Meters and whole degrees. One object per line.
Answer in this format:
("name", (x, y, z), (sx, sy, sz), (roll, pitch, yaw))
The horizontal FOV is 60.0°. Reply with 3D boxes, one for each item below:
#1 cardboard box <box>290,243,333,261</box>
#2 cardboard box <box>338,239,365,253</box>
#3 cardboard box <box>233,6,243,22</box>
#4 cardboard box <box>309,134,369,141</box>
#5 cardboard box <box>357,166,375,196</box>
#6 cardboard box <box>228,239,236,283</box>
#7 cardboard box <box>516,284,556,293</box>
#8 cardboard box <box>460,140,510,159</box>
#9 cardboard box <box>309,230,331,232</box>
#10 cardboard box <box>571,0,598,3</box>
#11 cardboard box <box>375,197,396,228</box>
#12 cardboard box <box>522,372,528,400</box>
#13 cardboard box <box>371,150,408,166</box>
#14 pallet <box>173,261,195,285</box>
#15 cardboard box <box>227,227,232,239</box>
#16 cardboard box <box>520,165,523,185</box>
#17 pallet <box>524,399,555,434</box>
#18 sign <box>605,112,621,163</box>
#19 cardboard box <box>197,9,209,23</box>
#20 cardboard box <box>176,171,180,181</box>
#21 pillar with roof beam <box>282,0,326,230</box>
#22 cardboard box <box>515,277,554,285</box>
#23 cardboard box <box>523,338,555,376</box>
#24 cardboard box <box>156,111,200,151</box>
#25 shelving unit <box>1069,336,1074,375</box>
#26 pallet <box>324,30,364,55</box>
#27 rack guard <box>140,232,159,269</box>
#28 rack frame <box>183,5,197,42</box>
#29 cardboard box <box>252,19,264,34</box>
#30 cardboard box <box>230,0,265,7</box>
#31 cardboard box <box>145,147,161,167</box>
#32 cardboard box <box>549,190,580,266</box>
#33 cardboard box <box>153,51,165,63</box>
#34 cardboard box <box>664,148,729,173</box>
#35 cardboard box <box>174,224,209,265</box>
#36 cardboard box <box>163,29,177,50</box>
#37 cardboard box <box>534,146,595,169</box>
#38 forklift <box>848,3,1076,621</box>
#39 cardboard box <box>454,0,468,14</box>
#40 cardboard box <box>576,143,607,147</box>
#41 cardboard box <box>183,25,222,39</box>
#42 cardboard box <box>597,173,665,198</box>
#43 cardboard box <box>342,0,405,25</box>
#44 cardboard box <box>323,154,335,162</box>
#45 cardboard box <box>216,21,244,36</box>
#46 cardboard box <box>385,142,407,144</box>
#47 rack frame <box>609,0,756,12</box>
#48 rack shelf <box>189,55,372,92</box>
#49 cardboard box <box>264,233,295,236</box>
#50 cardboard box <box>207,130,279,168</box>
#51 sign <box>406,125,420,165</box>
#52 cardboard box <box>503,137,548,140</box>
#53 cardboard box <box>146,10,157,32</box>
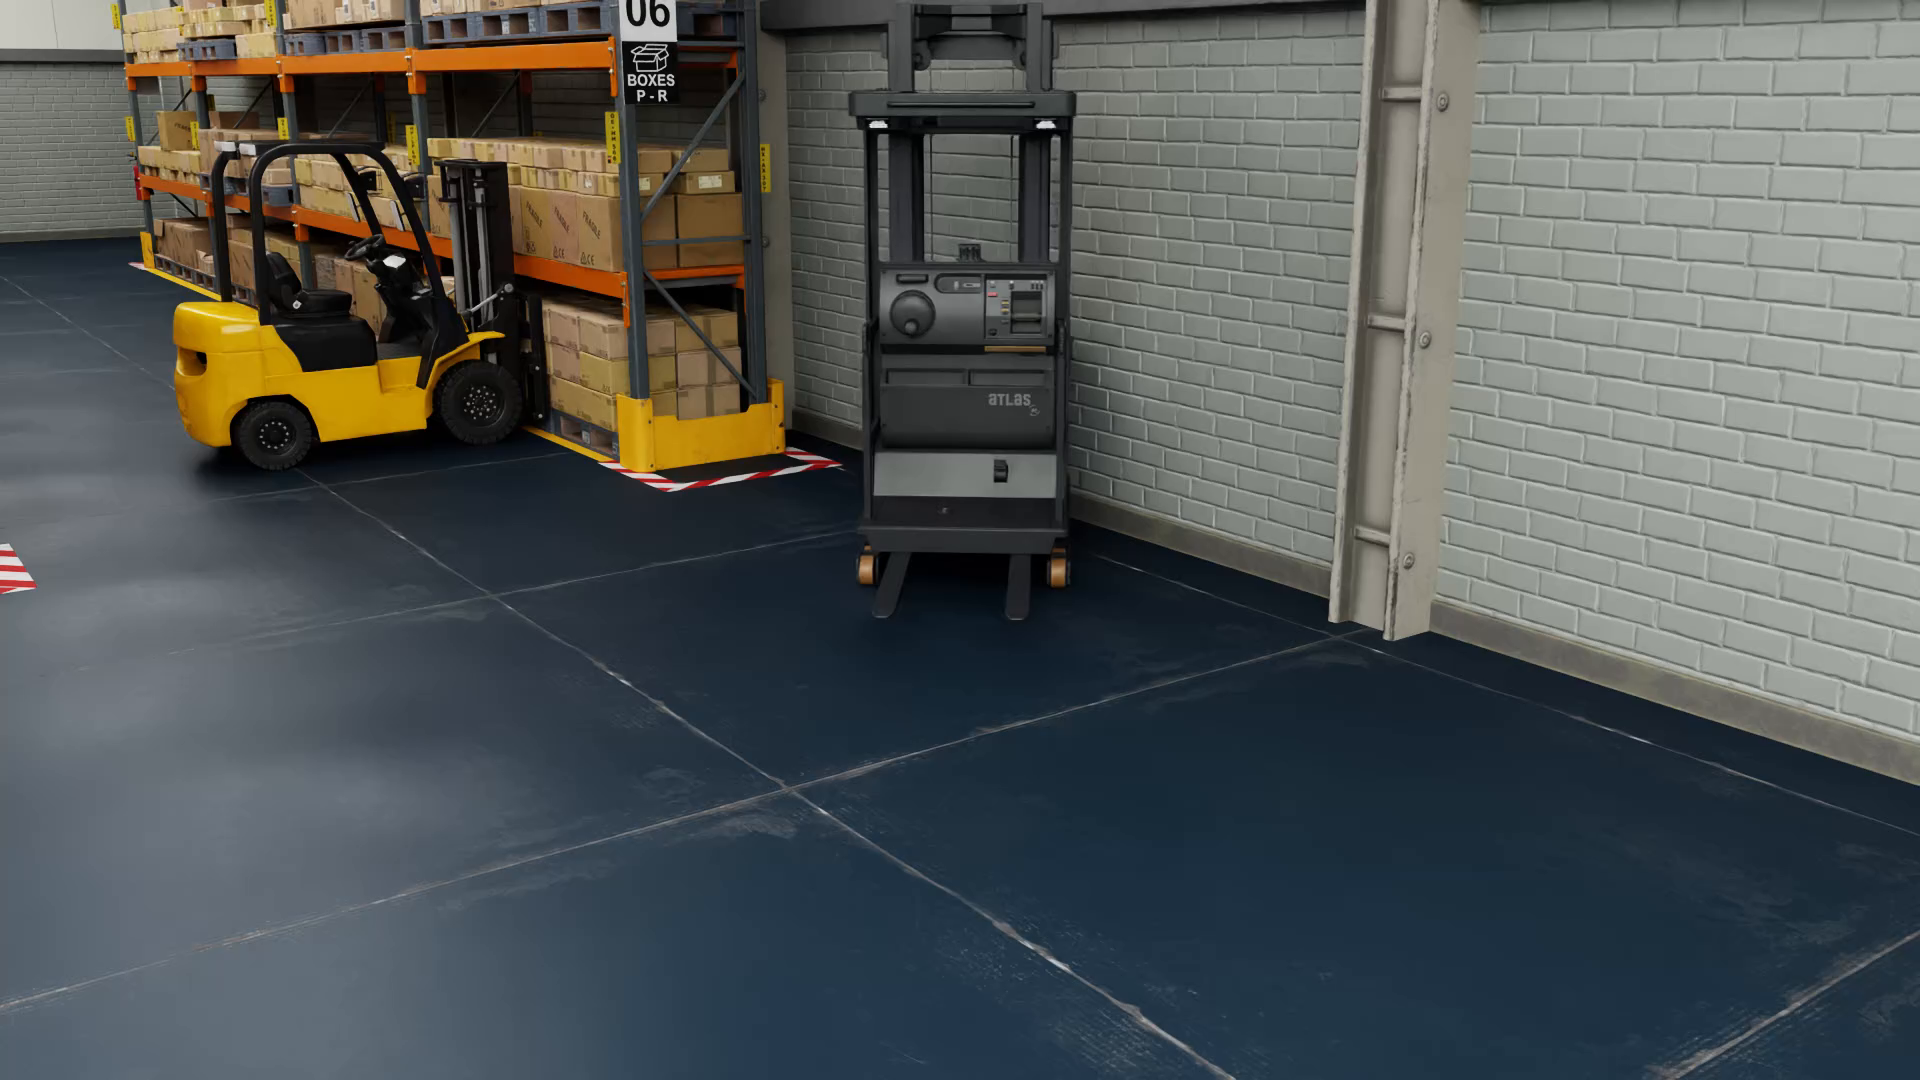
("cardboard box", (-7.007, -3.112, 17.976), (0.380, 0.149, 0.250), (-12, 19, -37))
("cardboard box", (-6.701, -3.267, 18.540), (0.380, 0.149, 0.250), (-10, 18, -33))
("cardboard box", (-7.716, -5.751, 18.190), (0.380, 0.149, 0.250), (-11, 19, -34))
("cardboard box", (-6.688, -4.121, 17.967), (0.500, 0.500, 0.500), (-10, 18, -32))
("cardboard box", (-5.260, -3.335, 15.416), (0.500, 0.250, 0.500), (-10, 18, -33))
("cardboard box", (-8.762, -3.449, 20.436), (0.500, 0.500, 0.500), (-10, 18, -32))
("cardboard box", (-3.535, -1.874, 13.258), (0.500, 0.250, 0.500), (-10, 18, -33))
("cardboard box", (-3.760, -3.107, 13.264), (0.380, 0.149, 0.250), (-10, 18, -33))
("cardboard box", (-7.619, -3.597, 19.746), (0.380, 0.149, 0.250), (-11, 19, -34))
("cardboard box", (-2.266, -3.831, 11.033), (0.500, 0.500, 0.500), (-10, 18, -33))
("cardboard box", (-4.968, -2.983, 15.078), (0.500, 0.250, 0.500), (-11, 19, -35))
("cardboard box", (-3.235, -1.279, 12.980), (0.500, 0.250, 0.500), (-10, 18, -33))
("cardboard box", (-5.174, -3.496, 15.248), (0.380, 0.149, 0.250), (-11, 19, -36))
("pallet", (-9.988, -3.653, 22.523), (1.003, 0.211, 1.213), (-11, 19, -35))
("cardboard box", (-8.868, -3.782, 20.424), (0.380, 0.149, 0.250), (-10, 18, -32))
("cardboard box", (-3.087, -2.757, 12.549), (0.380, 0.149, 0.250), (-11, 19, -35))
("pallet", (-3.005, -1.100, 13.196), (1.003, 0.211, 1.213), (-11, 19, -35))
("sign", (-2.255, -2.620, 10.823), (0.100, 0.325, 0.005), (-11, 19, -35))
("cardboard box", (-8.541, -6.021, 19.138), (0.380, 0.149, 0.250), (-11, 19, -35))
("cardboard box", (-10.149, -4.830, 22.019), (0.380, 0.149, 0.250), (-11, 19, -35))
("pillar with roof beam", (-12.027, -7.104, 18.487), (9.100, 9.000, 0.400), (-11, 19, -35))
("cardboard box", (-3.404, -2.060, 13.939), (0.500, 0.250, 0.500), (-11, 19, -35))
("cardboard box", (-2.954, -1.417, 12.536), (0.500, 0.250, 0.500), (-11, 19, -36))
("cardboard box", (-10.285, -5.418, 21.992), (0.500, 0.500, 0.500), (-10, 18, -33))
("shelving unit", (0.104, -0.740, 10.126), (0.538, 1.125, 1.048), (-1, 11, -37))
("pallet", (-5.381, -4.723, 15.825), (1.003, 0.211, 1.213), (-10, 18, -32))
("rack guard", (-11.171, -4.223, 24.058), (1.175, 0.500, 0.348), (-11, 19, -35))
("rack frame", (-8.864, -7.484, 19.874), (1.000, 3.000, 0.127), (-11, 19, -35))
("cardboard box", (-7.367, -5.506, 17.859), (0.380, 0.149, 0.250), (-11, 19, -35))
("cardboard box", (-8.446, -6.404, 19.753), (0.396, 0.266, 0.258), (-11, 19, -35))
("cardboard box", (-10.870, -5.269, 22.867), (0.500, 0.250, 0.500), (-11, 19, -34))
("cardboard box", (-2.608, -2.253, 11.936), (0.500, 0.500, 0.500), (-10, 18, -33))
("cardboard box", (-10.243, -6.271, 21.601), (0.380, 0.149, 0.250), (-10, 18, -33))
("cardboard box", (-1.833, -2.638, 11.549), (0.380, 0.149, 0.250), (-11, 19, -36))
("cardboard box", (-10.232, -3.979, 22.372), (0.500, 0.500, 0.500), (-10, 18, -34))
("cardboard box", (-9.664, -6.282, 20.885), (0.500, 0.250, 0.500), (-12, 19, -36))
("cardboard box", (-2.864, -2.779, 12.066), (0.380, 0.149, 0.250), (-10, 18, -33))
("forklift", (0.029, -1.248, 8.582), (1.130, 2.935, 3.031), (1, 15, 3))
("cardboard box", (-3.690, -4.152, 12.871), (0.380, 0.149, 0.250), (-10, 18, -33))
("cardboard box", (-2.719, -2.972, 12.772), (0.380, 0.149, 0.250), (-11, 19, -34))
("cardboard box", (-9.010, -6.041, 19.776), (0.380, 0.149, 0.250), (-11, 19, -34))
("cardboard box", (-2.239, -2.420, 11.317), (0.380, 0.149, 0.250), (-11, 19, -34))
("cardboard box", (-5.234, -4.817, 14.997), (0.500, 0.311, 0.500), (-12, 19, -36))
("cardboard box", (-6.069, -3.822, 16.441), (0.380, 0.149, 0.250), (-11, 19, -34))
("cardboard box", (-8.085, -5.717, 18.591), (0.380, 0.149, 0.250), (-10, 18, -33))
("cardboard box", (-5.913, -4.021, 17.167), (0.380, 0.149, 0.250), (-10, 18, -33))
("rack frame", (-1.808, -4.922, 10.512), (1.000, 3.000, 0.127), (-11, 19, -35))
("rack shelf", (-7.688, -5.263, 18.805), (1.077, 0.370, 4.000), (-11, 19, -35))
("cardboard box", (-7.868, -3.460, 19.247), (0.380, 0.149, 0.250), (-11, 19, -34))
("cardboard box", (-8.456, -4.593, 19.689), (0.700, 0.500, 0.500), (-11, 19, -34))
("sign", (-4.593, -3.316, 13.967), (0.100, 0.325, 0.005), (-11, 19, -35))
("cardboard box", (-3.614, -3.305, 13.990), (0.380, 0.149, 0.250), (-11, 19, -36))
("cardboard box", (-10.260, -6.746, 21.633), (0.500, 0.250, 0.500), (-10, 18, -33))
